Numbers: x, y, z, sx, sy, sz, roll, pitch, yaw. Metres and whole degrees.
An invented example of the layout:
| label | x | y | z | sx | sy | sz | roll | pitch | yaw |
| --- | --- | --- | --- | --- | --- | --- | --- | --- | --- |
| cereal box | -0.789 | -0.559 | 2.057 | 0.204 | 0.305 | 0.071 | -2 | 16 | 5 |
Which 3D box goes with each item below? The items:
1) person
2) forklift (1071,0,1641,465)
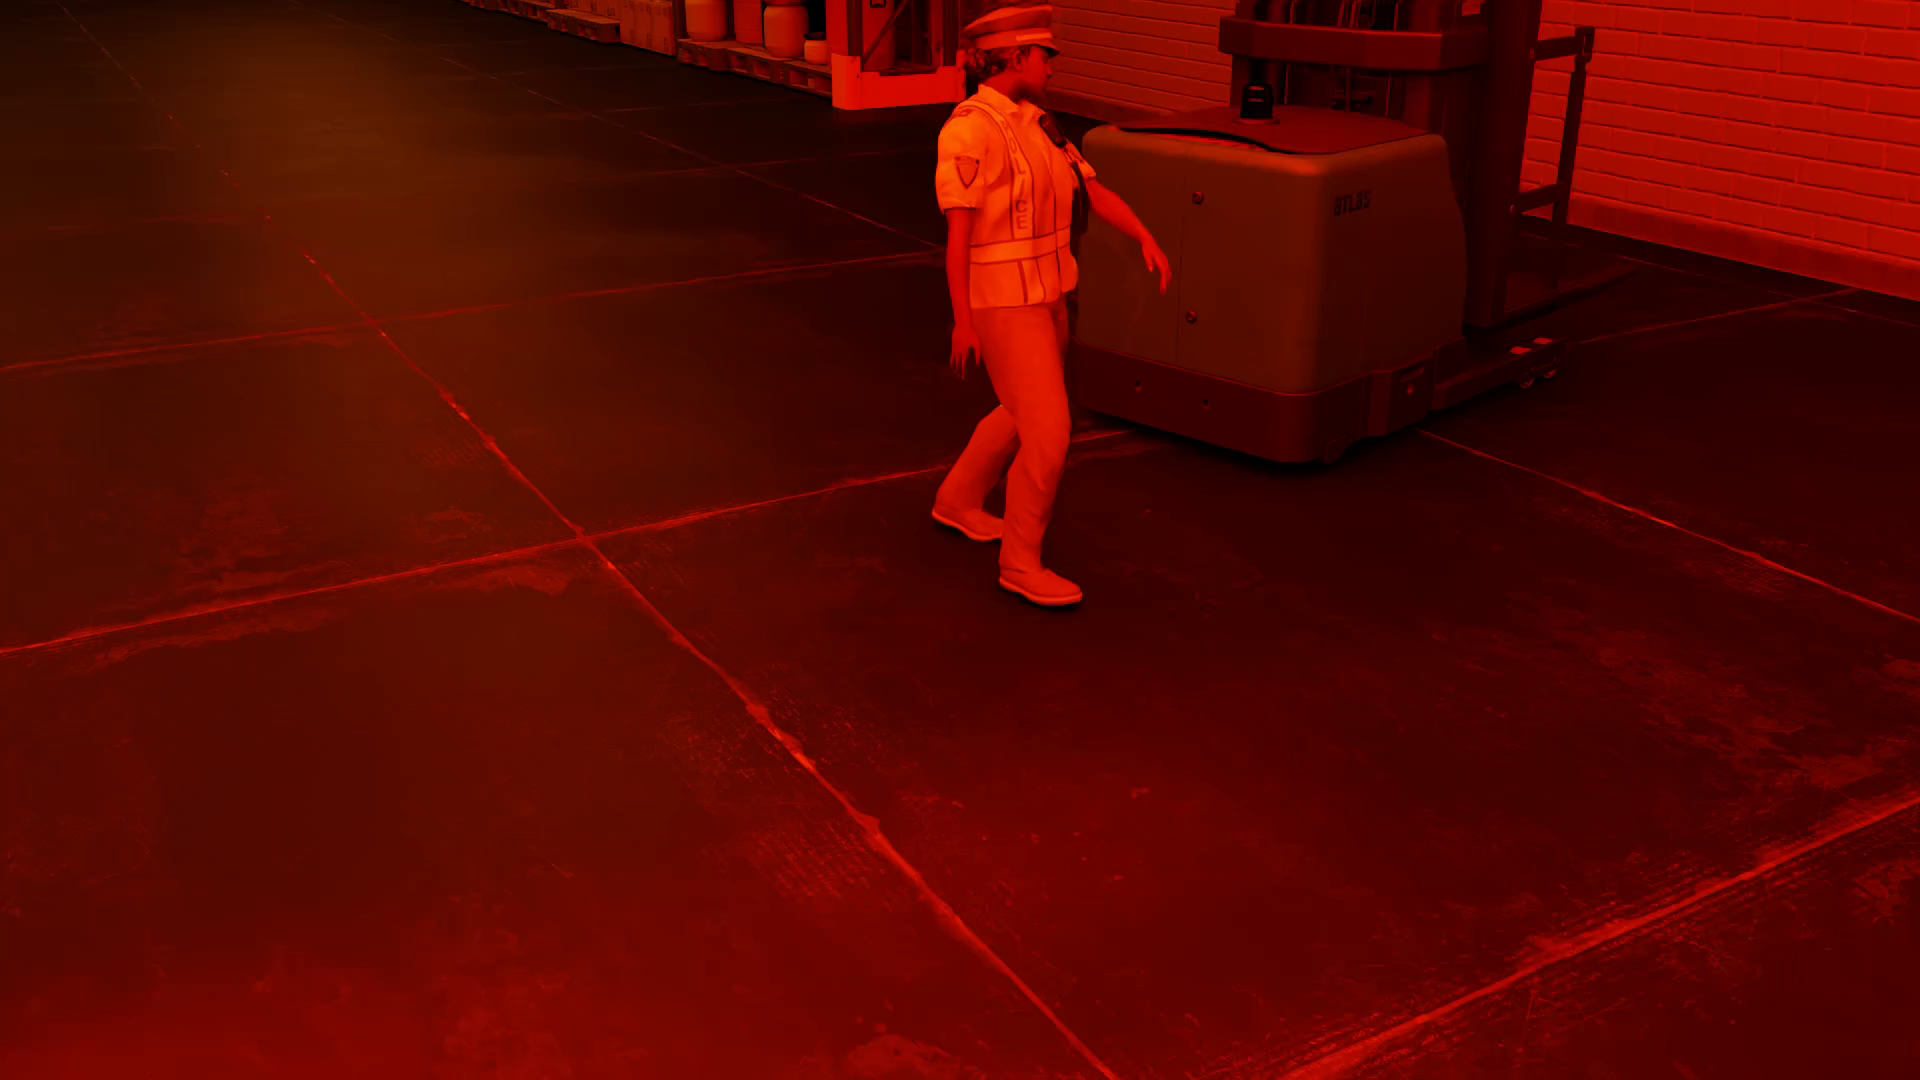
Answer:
| label | x | y | z | sx | sy | sz | roll | pitch | yaw |
| --- | --- | --- | --- | --- | --- | --- | --- | --- | --- |
| person | 0.185 | -0.647 | 4.636 | 0.789 | 1.583 | 0.622 | 10 | 24 | 23 |
| forklift | 1.807 | -2.078 | 6.338 | 1.130 | 2.935 | 3.031 | 21 | 30 | 41 |
